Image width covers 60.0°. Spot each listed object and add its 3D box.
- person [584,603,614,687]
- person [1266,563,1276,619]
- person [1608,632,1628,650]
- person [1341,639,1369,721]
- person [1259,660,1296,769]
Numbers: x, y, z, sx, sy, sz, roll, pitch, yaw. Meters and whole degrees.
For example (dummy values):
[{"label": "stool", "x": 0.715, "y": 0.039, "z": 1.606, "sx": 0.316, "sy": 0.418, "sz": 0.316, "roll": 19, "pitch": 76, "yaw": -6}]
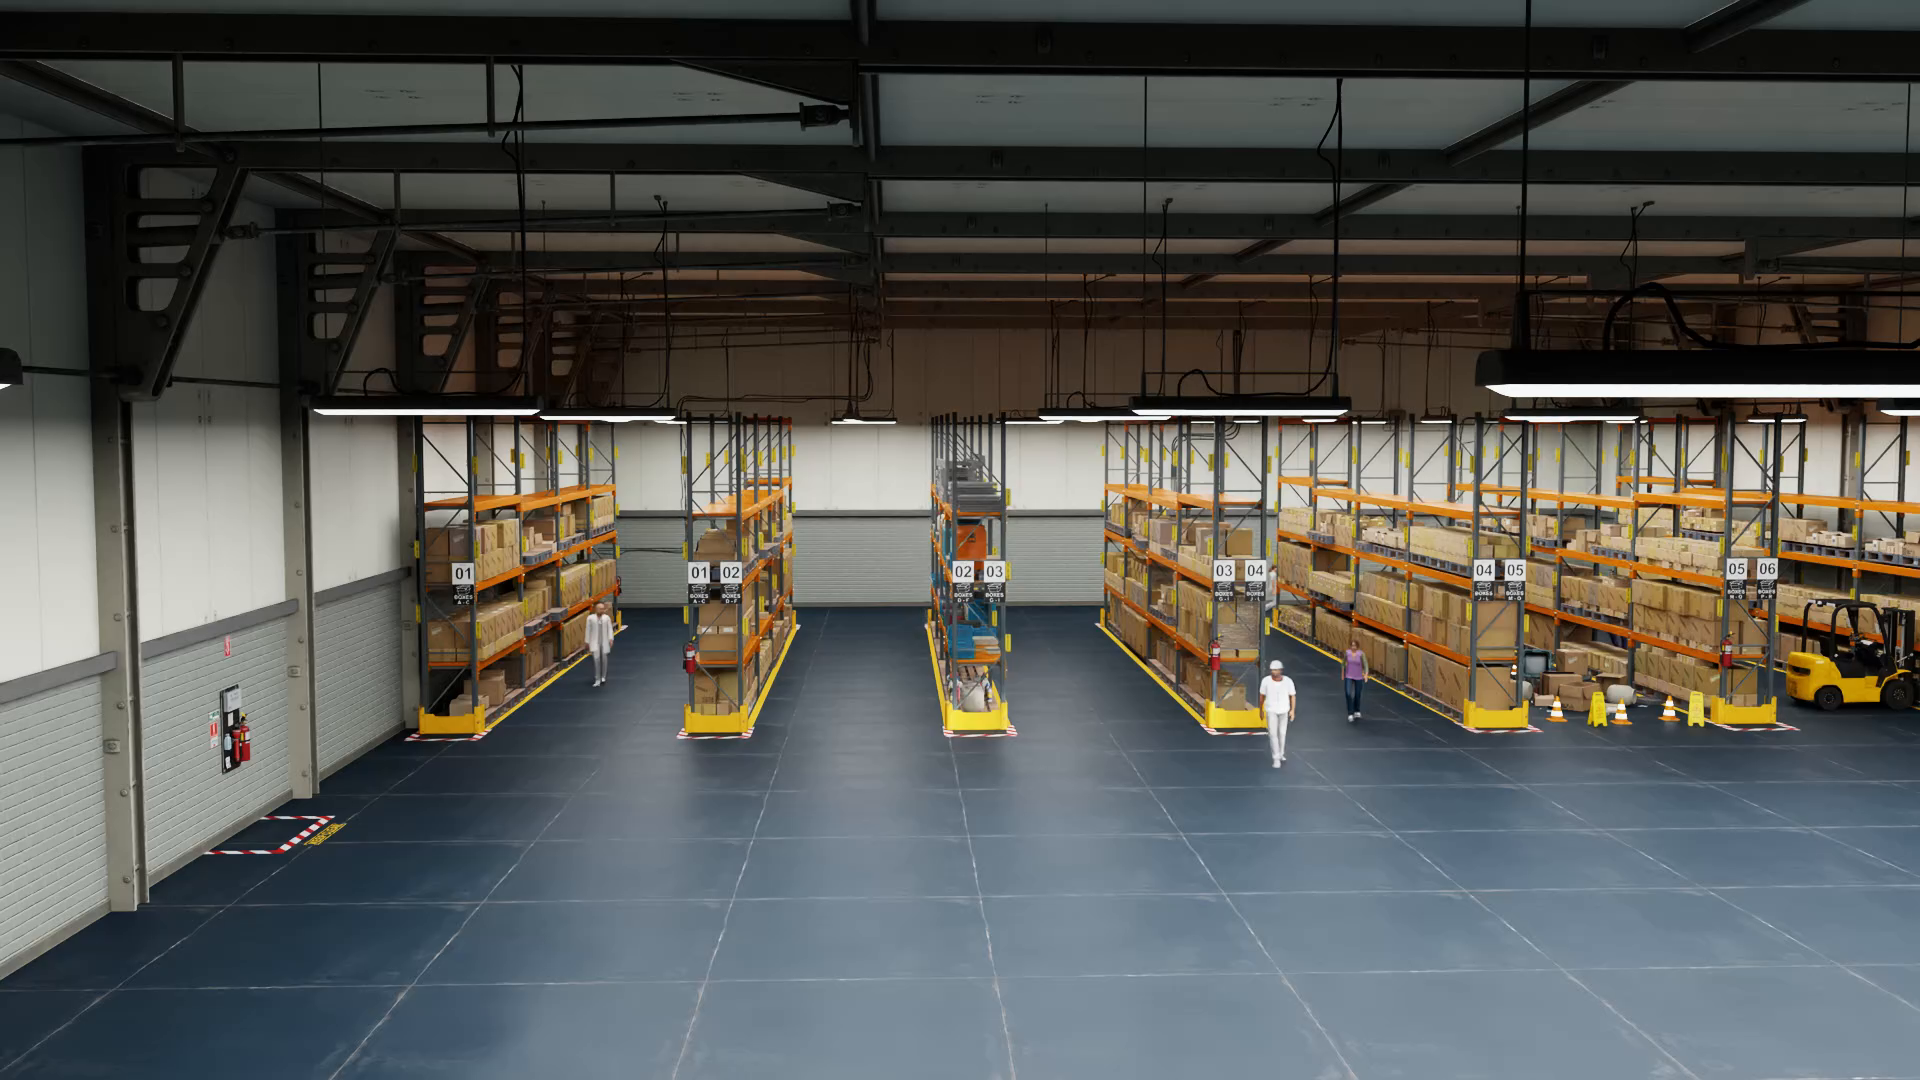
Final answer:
[{"label": "person", "x": -8.000, "y": 2.331, "z": 37.039, "sx": 0.613, "sy": 1.805, "sz": 0.720, "roll": -2, "pitch": 4, "yaw": -29}, {"label": "person", "x": 9.258, "y": 1.518, "z": 49.379, "sx": 0.617, "sy": 1.668, "sz": 0.486, "roll": 1, "pitch": 4, "yaw": 18}, {"label": "person", "x": 16.924, "y": 2.018, "z": 42.589, "sx": 0.483, "sy": 1.676, "sz": 0.488, "roll": -2, "pitch": 4, "yaw": -23}, {"label": "person", "x": 7.729, "y": 2.729, "z": 32.550, "sx": 0.537, "sy": 1.610, "sz": 0.606, "roll": 1, "pitch": 4, "yaw": 19}, {"label": "person", "x": 5.392, "y": 2.940, "z": 28.197, "sx": 0.595, "sy": 1.794, "sz": 0.774, "roll": 0, "pitch": 4, "yaw": 5}]
